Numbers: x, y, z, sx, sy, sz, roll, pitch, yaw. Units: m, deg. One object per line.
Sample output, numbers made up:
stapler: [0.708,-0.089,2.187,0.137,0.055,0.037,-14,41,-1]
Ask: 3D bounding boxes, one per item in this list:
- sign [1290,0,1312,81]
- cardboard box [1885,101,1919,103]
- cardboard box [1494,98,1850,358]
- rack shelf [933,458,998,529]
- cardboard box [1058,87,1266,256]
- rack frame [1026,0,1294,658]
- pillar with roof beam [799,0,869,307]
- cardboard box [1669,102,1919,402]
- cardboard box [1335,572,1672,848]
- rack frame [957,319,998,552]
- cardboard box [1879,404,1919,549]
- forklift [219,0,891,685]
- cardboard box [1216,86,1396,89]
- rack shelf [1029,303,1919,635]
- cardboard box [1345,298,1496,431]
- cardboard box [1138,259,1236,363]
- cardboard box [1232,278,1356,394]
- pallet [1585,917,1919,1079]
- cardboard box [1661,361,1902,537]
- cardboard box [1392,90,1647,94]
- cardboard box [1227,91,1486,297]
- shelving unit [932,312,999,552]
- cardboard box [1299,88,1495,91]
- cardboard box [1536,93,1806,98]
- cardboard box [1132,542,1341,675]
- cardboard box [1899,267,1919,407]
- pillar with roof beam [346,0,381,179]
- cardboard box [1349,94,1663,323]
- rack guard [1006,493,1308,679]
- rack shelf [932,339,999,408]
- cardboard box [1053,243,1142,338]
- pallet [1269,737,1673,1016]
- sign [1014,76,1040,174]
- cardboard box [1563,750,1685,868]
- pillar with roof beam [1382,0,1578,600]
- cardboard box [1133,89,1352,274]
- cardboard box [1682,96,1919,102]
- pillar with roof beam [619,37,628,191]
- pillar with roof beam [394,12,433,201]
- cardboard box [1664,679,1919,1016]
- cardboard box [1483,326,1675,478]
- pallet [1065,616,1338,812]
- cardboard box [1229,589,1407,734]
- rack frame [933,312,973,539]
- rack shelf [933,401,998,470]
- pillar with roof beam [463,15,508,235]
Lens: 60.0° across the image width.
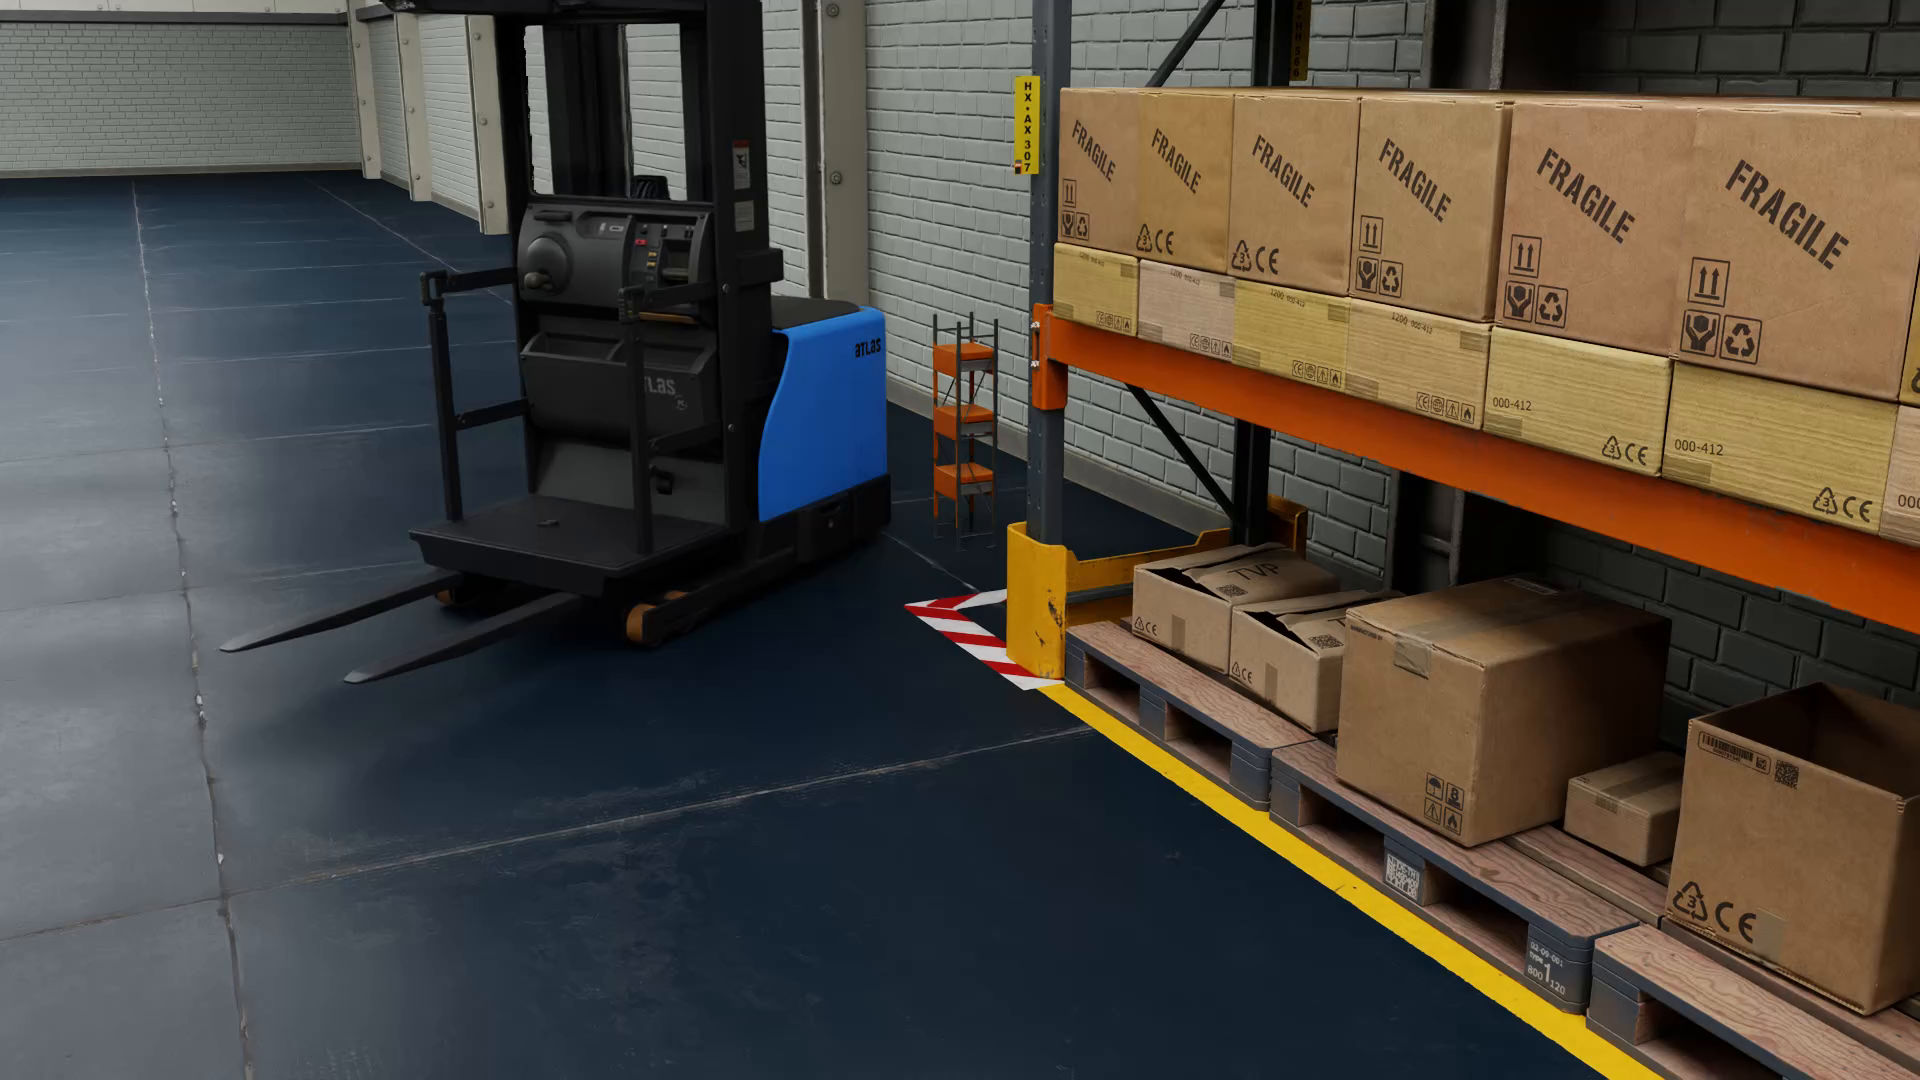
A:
sign: [1.227,-1.835,6.036,0.100,0.325,0.005,-8,18,-25]
cardboard box: [2.231,-0.641,3.423,0.500,0.500,0.500,-8,18,-25]
cardboard box: [1.552,-0.700,3.628,0.500,0.500,0.500,-8,18,-26]
rack shelf: [0.023,-0.214,7.639,0.215,0.259,0.240,-8,18,-25]
cardboard box: [0.659,-1.208,5.398,0.500,0.500,0.500,-8,18,-25]
rack frame: [0.720,-1.065,6.023,1.000,3.000,0.127,-8,18,-25]
pillar with roof beam: [-4.695,-4.847,8.326,9.100,9.000,0.400,-8,18,-25]
cardboard box: [1.763,-0.574,3.188,0.500,0.500,0.500,-8,18,-25]
cardboard box: [1.468,0.437,4.523,0.700,0.500,0.500,-9,18,-28]
rack frame: [0.077,-0.461,7.454,0.200,1.050,0.008,-8,18,-25]
cardboard box: [1.992,-0.091,2.866,0.500,0.250,0.500,-8,18,-25]
forklift: [-1.486,-1.143,6.420,1.130,2.935,3.031,9,18,28]
cardboard box: [1.117,-1.271,5.619,0.500,0.500,0.500,-8,18,-26]
rack shelf: [1.596,-0.223,4.394,1.077,0.370,4.000,-8,18,-25]
cardboard box: [1.326,-0.463,4.162,0.500,0.250,0.500,-7,18,-24]
cardboard box: [0.888,-0.716,5.042,0.500,0.250,0.500,-8,18,-27]
cardboard box: [1.106,-0.589,4.600,0.500,0.250,0.500,-8,18,-26]
pallet: [2.146,1.105,3.516,1.003,0.211,1.213,-8,18,-25]
cardboard box: [1.781,-0.216,3.300,0.500,0.250,0.500,-8,18,-25]
cardboard box: [1.559,-1.018,4.735,0.500,0.500,0.500,-8,18,-26]
cardboard box: [1.087,-0.955,4.518,0.500,0.500,0.500,-8,18,-27]
shelving unit: [0.023,-0.491,7.560,0.215,1.050,0.252,-8,18,-25]
cardboard box: [1.329,-1.145,5.180,0.500,0.500,0.500,-7,18,-24]
cardboard box: [1.780,-0.893,4.300,0.500,0.500,0.500,-7,18,-24]
cardboard box: [0.942,0.199,5.697,0.500,0.311,0.500,-10,19,-31]
cardboard box: [1.987,-0.451,2.759,0.500,0.500,0.500,-8,18,-25]
pillar with roof beam: [-15.209,-10.798,29.063,9.100,9.000,0.400,-8,18,-25]
cardboard box: [1.324,-0.829,4.077,0.500,0.500,0.500,-7,17,-23]
rack guard: [0.753,0.156,6.302,1.175,0.500,0.348,-8,18,-25]
rack shelf: [0.023,-0.754,7.484,0.215,0.259,0.240,-8,18,-25]
cardboard box: [0.648,-0.843,5.485,0.500,0.250,0.500,-8,18,-27]
pallet: [1.608,0.802,4.572,1.003,0.211,1.213,-8,18,-25]
sign: [0.232,-1.415,5.675,0.100,0.325,0.005,-8,18,-25]
cardboard box: [1.789,0.687,4.289,0.380,0.149,0.250,-9,18,-29]
pillar with roof beam: [-2.066,-3.359,3.142,9.100,9.000,0.400,-8,18,-25]
cardboard box: [0.866,-1.084,4.967,0.500,0.500,0.500,-8,18,-25]
cardboard box: [2.017,-0.766,3.856,0.500,0.500,0.500,-7,17,-23]
pillar with roof beam: [-7.323,-6.334,13.510,9.100,9.000,0.400,-8,18,-25]
pillar with roof beam: [-12.580,-9.310,23.879,9.100,9.000,0.400,-8,18,-25]
cardboard box: [1.981,0.665,3.730,0.500,0.500,0.500,-9,18,-29]
cardboard box: [1.547,-0.339,3.728,0.500,0.250,0.500,-8,18,-25]
pallet: [1.077,0.500,5.625,1.003,0.211,1.213,-8,18,-25]
cardboard box: [1.192,0.340,5.204,0.500,0.311,0.500,-6,17,-20]
rack frame: [-0.030,-0.522,7.665,0.200,1.050,0.008,-8,18,-25]
rack shelf: [0.023,-0.481,7.563,0.215,0.259,0.240,-8,18,-25]
pillar with roof beam: [-9.952,-7.822,18.695,9.100,9.000,0.400,-8,18,-25]
